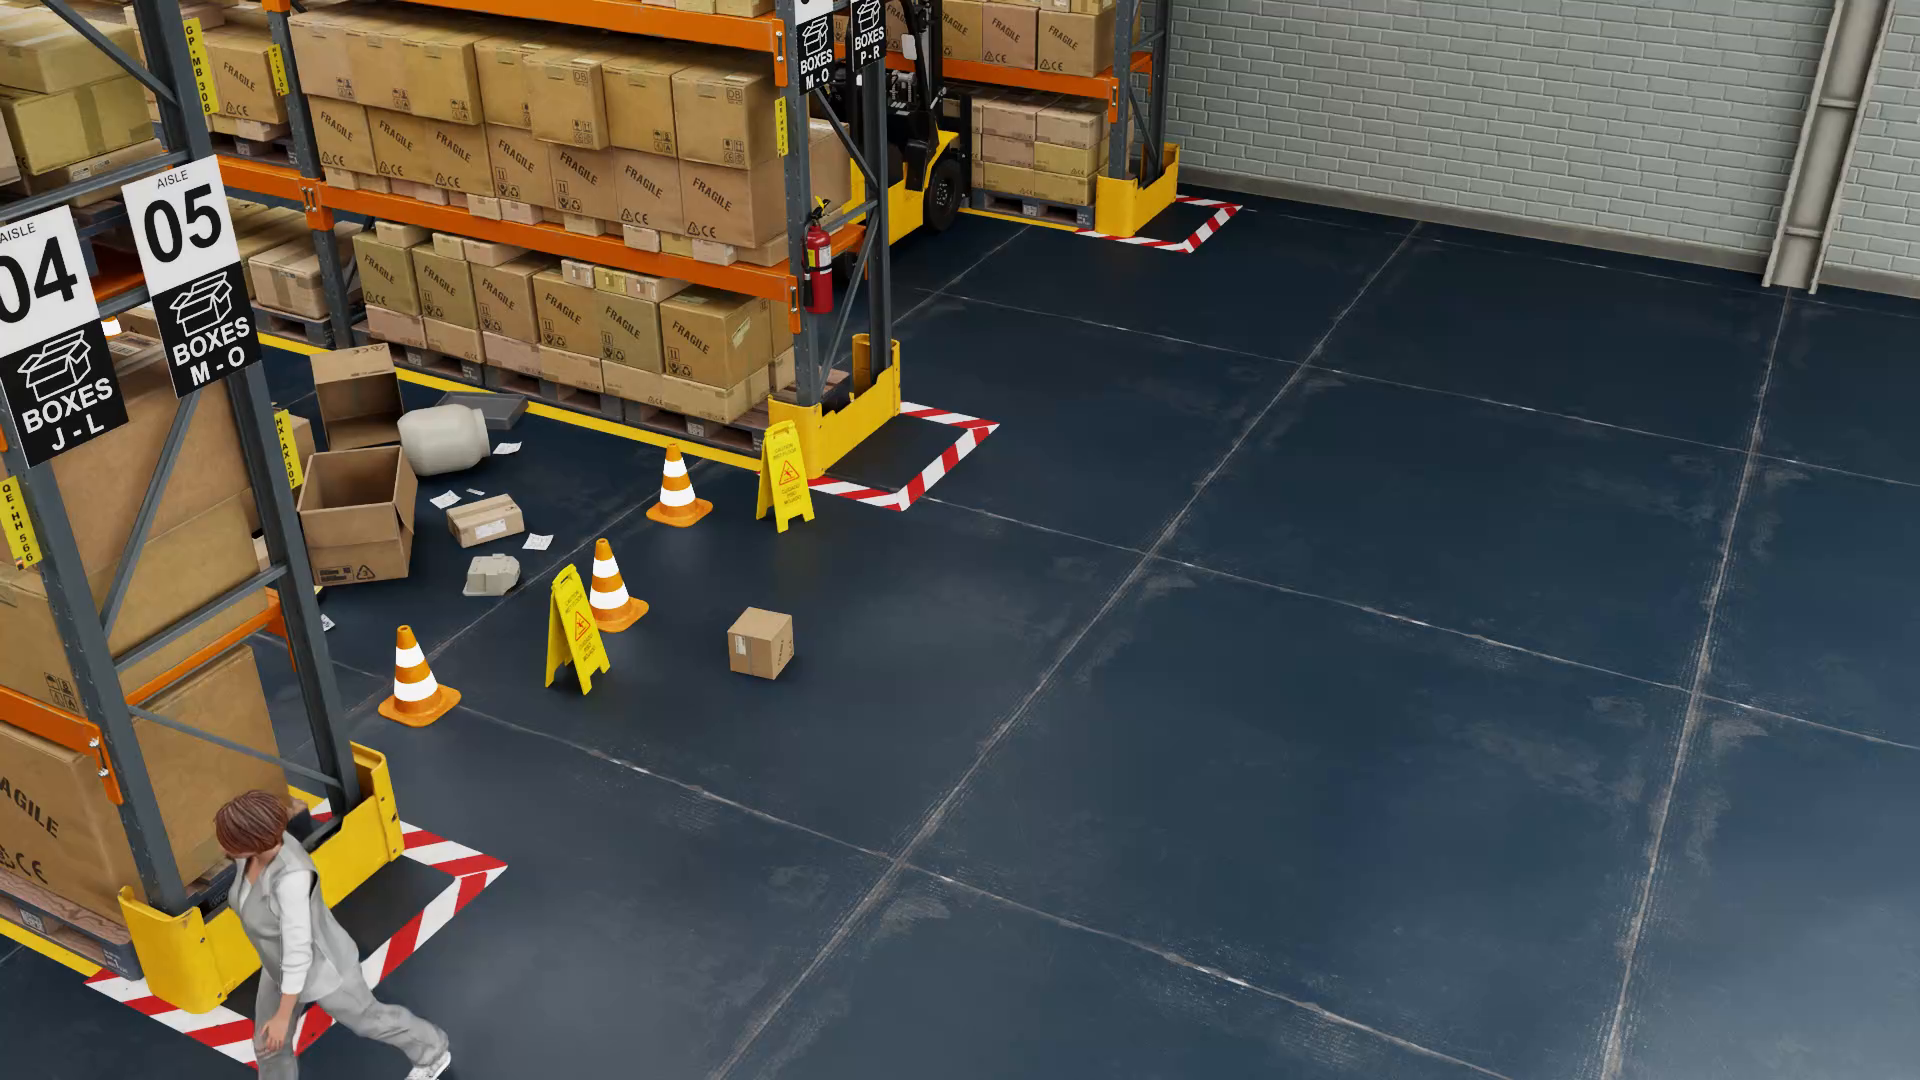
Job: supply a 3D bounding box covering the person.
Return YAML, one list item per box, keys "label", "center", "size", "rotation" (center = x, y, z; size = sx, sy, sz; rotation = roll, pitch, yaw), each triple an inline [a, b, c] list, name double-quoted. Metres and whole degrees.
- label: "person"
  center: [-2.285, 1.488, 5.736]
  size: [0.437, 1.539, 0.914]
  rotation: [24, 38, 35]
